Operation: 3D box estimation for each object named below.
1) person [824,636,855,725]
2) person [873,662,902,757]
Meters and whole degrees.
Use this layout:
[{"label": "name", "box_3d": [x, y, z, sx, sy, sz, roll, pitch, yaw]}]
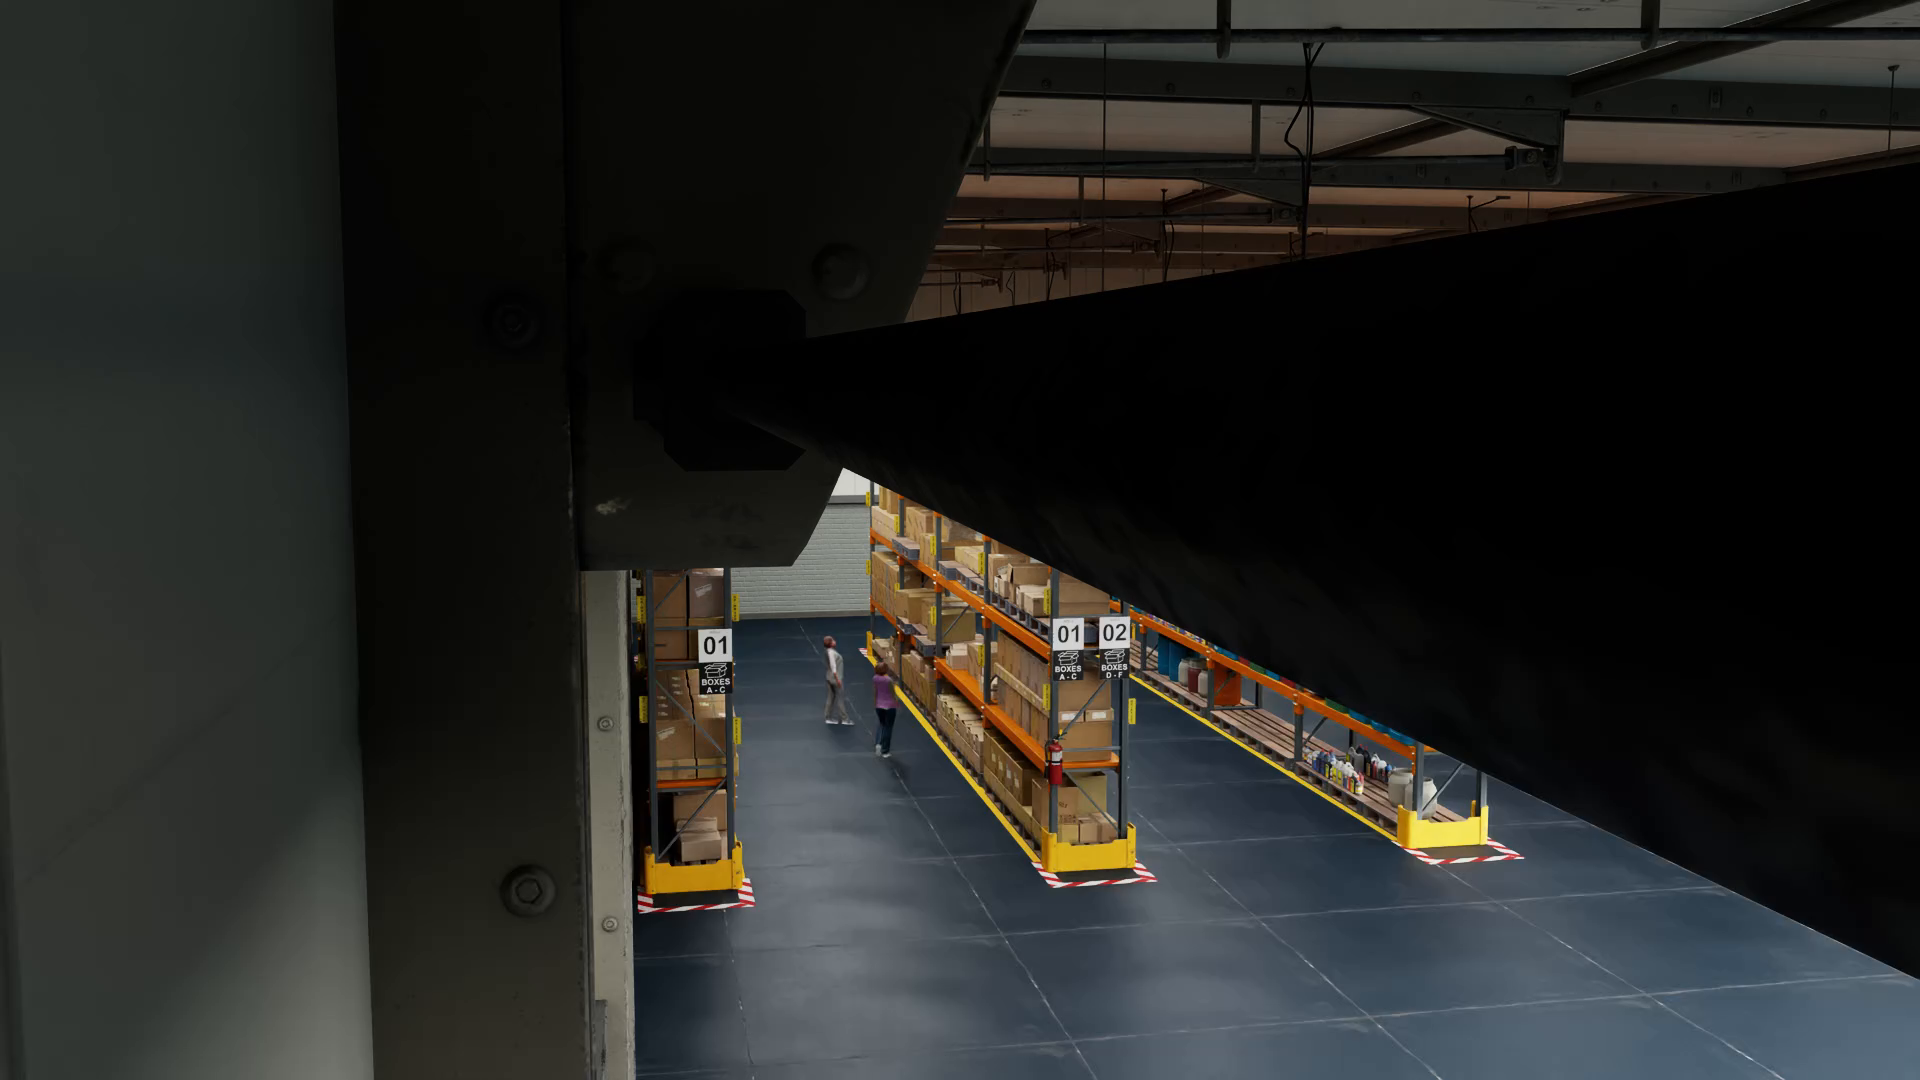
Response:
[{"label": "person", "box_3d": [-2.141, 2.482, 29.389, 0.520, 1.583, 0.464, -2, 6, -18]}, {"label": "person", "box_3d": [-1.188, 2.732, 26.895, 0.444, 1.563, 0.415, 2, 6, 22]}]
